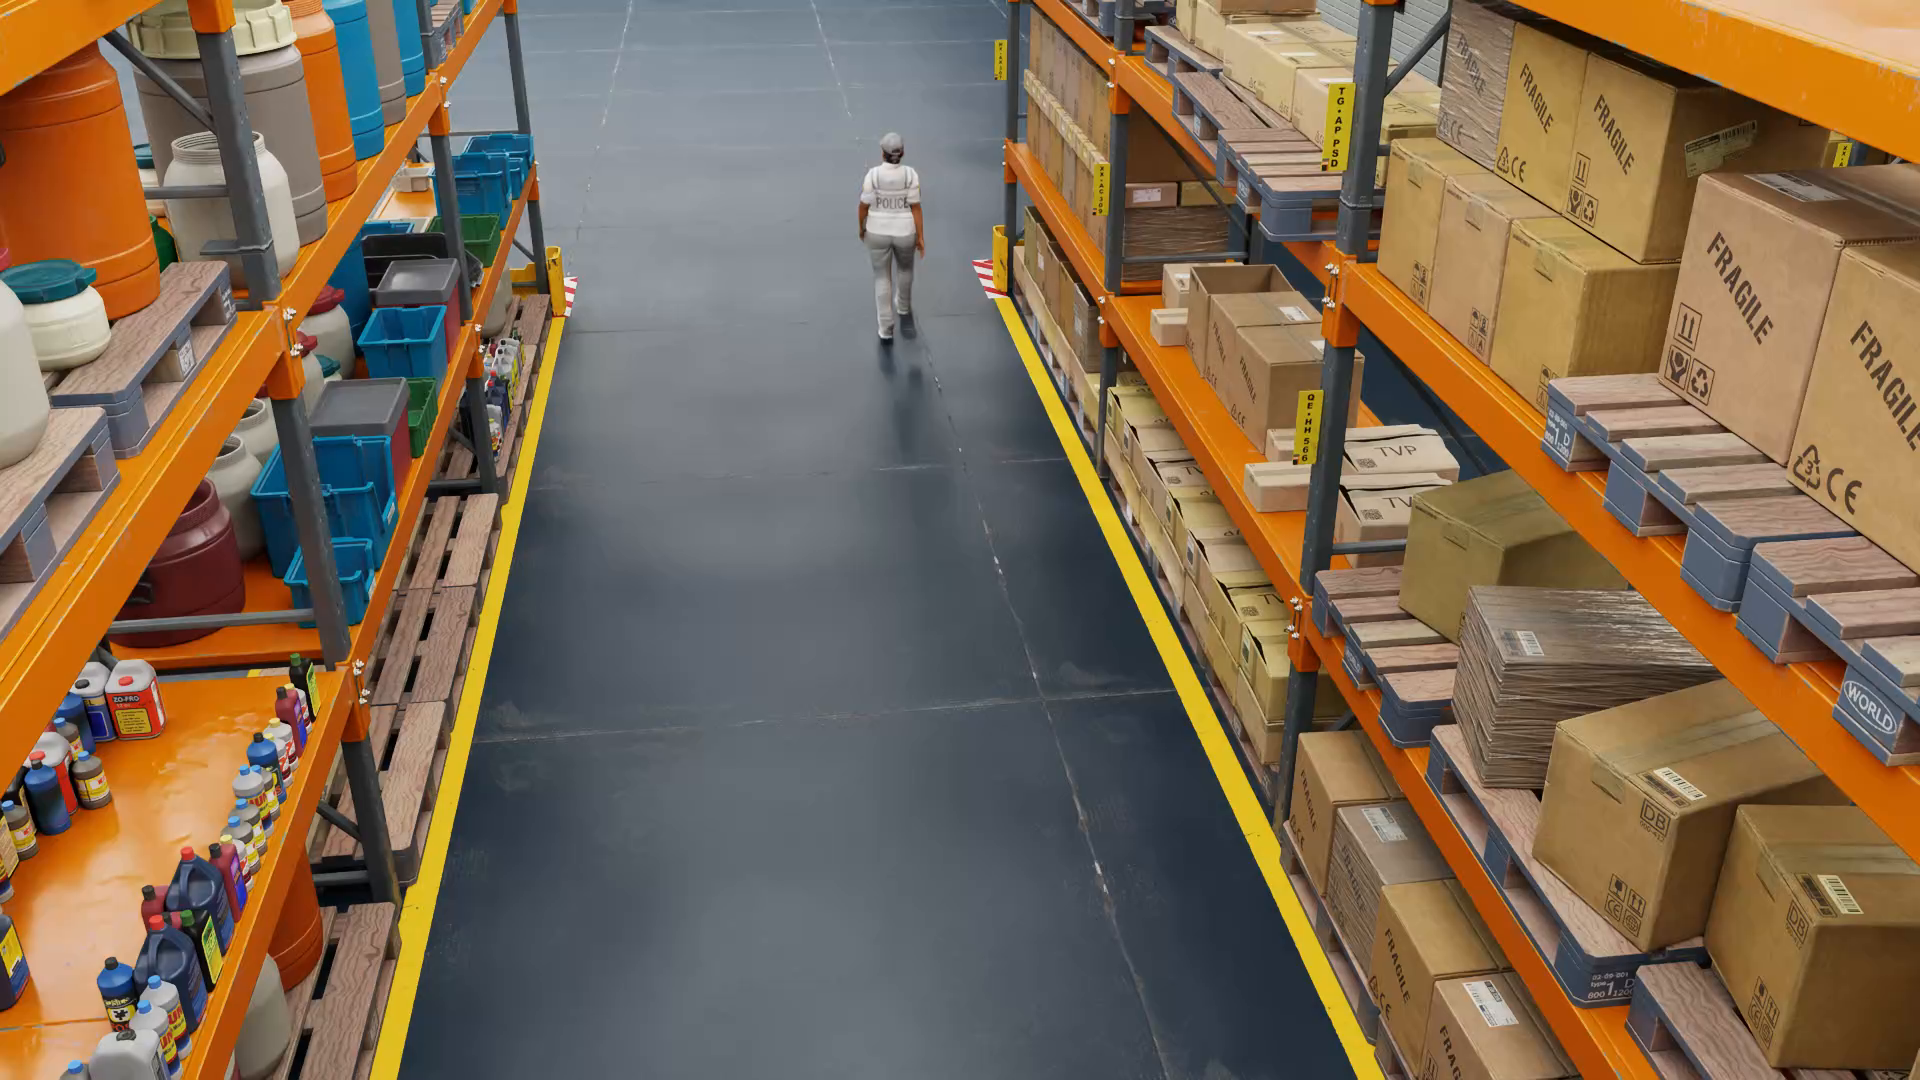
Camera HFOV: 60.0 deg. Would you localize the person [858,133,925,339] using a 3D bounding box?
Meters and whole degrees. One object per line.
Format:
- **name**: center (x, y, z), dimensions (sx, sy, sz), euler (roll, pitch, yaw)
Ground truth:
- **person**: center (-0.567, -2.518, 13.472), dimensions (0.510, 1.604, 0.958), euler (-4, 28, -8)
